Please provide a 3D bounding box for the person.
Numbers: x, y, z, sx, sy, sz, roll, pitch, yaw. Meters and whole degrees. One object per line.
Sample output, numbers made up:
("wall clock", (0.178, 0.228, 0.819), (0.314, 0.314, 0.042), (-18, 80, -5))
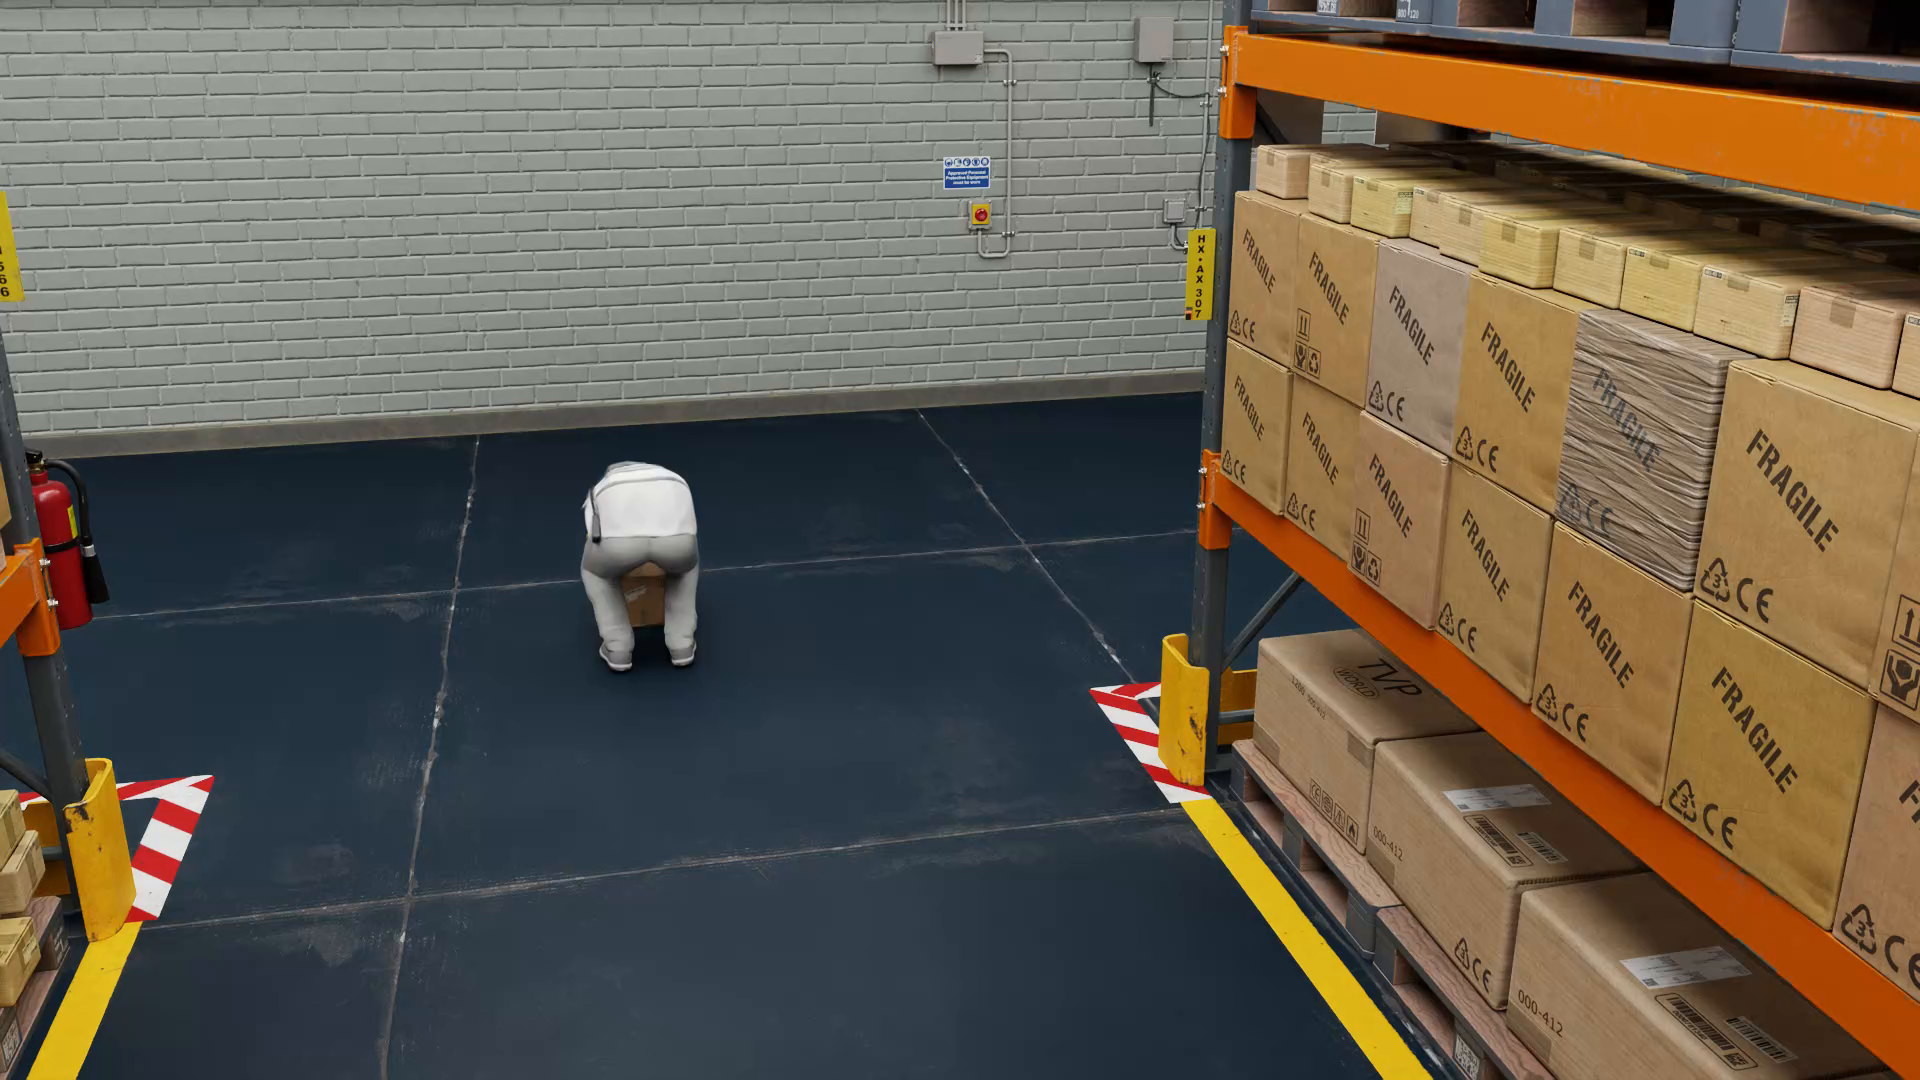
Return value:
("person", (-1.477, 0.061, 7.662), (0.545, 0.921, 1.026), (-5, 20, -15))
